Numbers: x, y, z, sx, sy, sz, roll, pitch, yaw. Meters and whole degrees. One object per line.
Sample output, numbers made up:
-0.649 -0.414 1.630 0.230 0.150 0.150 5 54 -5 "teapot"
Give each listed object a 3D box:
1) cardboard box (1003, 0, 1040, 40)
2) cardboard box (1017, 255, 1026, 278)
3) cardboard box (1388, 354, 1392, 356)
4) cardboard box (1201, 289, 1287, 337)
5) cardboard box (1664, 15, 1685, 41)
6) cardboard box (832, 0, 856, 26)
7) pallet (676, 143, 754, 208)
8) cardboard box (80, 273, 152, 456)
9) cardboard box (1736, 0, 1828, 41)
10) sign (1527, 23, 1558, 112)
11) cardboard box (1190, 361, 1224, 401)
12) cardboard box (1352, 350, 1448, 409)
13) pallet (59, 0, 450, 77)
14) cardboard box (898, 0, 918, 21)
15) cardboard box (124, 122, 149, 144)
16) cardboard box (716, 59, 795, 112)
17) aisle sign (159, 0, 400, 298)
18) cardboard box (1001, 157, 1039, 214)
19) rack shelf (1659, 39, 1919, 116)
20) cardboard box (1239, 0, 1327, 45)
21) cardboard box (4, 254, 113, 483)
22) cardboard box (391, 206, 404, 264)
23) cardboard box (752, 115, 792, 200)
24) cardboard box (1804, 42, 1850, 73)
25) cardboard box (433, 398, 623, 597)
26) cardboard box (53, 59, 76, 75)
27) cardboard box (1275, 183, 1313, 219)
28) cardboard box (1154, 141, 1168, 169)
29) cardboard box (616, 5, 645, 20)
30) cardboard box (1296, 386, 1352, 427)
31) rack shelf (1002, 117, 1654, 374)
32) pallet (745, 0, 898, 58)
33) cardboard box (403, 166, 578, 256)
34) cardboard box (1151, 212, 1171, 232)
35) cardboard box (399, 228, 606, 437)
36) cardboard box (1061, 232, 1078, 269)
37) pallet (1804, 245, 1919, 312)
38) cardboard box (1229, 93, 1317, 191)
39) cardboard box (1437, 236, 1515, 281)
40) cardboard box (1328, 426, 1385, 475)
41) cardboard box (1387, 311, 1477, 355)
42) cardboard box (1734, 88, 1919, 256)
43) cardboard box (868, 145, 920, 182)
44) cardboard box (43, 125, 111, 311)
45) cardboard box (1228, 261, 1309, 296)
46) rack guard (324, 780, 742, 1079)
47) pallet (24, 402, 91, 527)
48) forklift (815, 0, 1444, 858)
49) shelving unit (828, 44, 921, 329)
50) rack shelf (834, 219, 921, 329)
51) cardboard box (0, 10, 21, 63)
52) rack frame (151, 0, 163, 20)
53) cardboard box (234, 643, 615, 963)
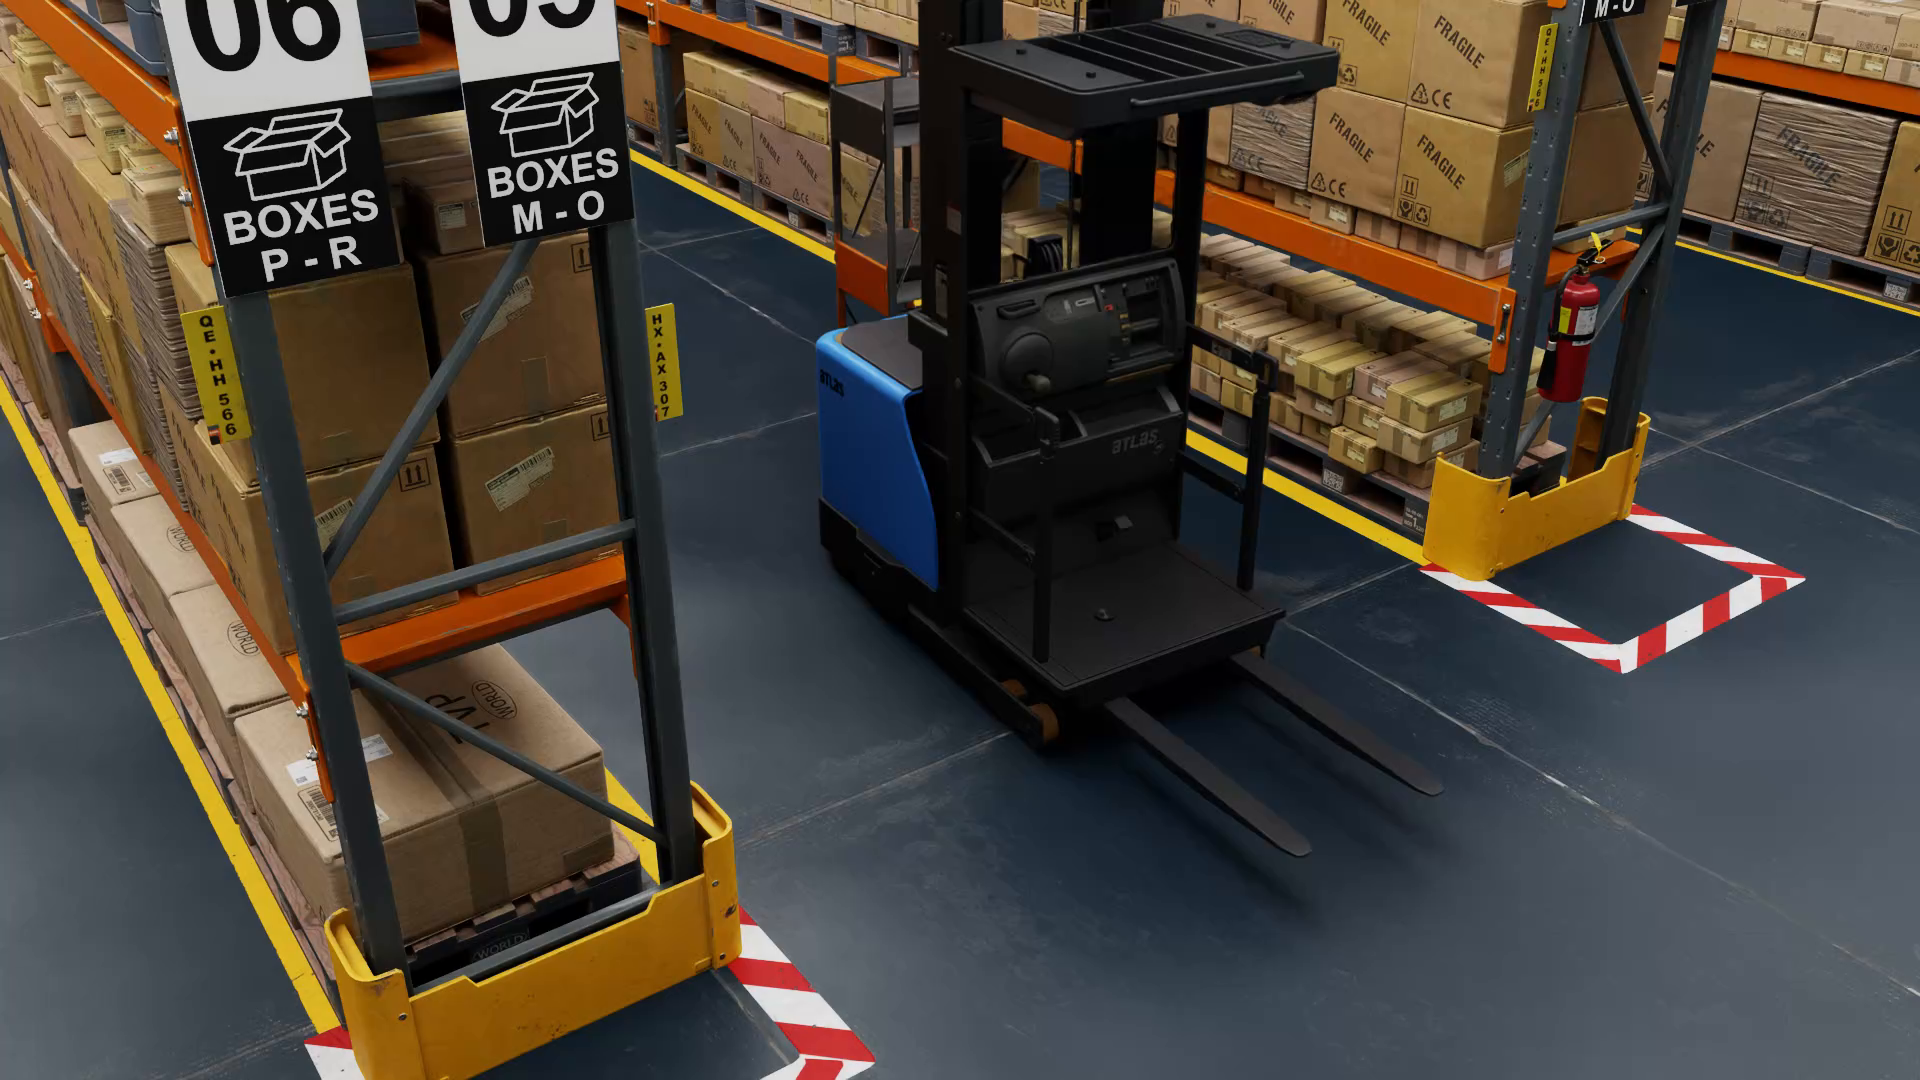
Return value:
0.473 -2.787 9.322 0.500 0.500 0.500 -19 34 -32 "cardboard box"
0.561 -1.634 9.851 0.380 0.149 0.250 -19 34 -30 "cardboard box"
2.290 -0.849 8.406 0.380 0.149 0.250 -18 33 -30 "cardboard box"
1.483 -1.168 8.681 0.380 0.149 0.250 -20 34 -32 "cardboard box"
4.999 -3.485 11.287 0.380 0.149 0.250 -19 34 -31 "cardboard box"
-0.606 -3.450 10.783 0.380 0.149 0.250 -20 35 -33 "cardboard box"
-1.477 -2.900 12.868 1.003 0.211 1.213 -19 34 -31 "pallet"
-2.653 -0.662 5.720 0.500 0.500 0.500 -18 33 -29 "cardboard box"
5.418 -3.429 10.767 0.500 0.250 0.500 -19 34 -31 "cardboard box"
2.248 -1.821 6.416 0.100 0.325 0.005 -19 34 -31 "sign"
1.426 -0.882 8.779 0.380 0.149 0.250 -18 33 -30 "cardboard box"
2.099 -0.762 7.933 0.380 0.149 0.250 -18 33 -30 "cardboard box"
-1.701 -1.474 4.272 1.003 0.211 1.213 -19 34 -31 "pallet"
-0.154 -3.281 10.160 0.380 0.149 0.250 -19 34 -30 "cardboard box"
-2.225 -1.162 4.914 0.380 0.149 0.250 -19 34 -31 "cardboard box"
-1.432 -3.313 12.100 0.500 0.250 0.500 -19 34 -31 "cardboard box"
-1.473 -0.938 3.611 0.394 0.787 0.004 -19 34 -31 "aisle sign"
0.179 -2.321 11.060 0.500 0.500 0.500 -17 33 -29 "cardboard box"
5.650 -3.114 11.095 1.077 0.370 4.000 -19 34 -31 "rack shelf"
1.640 -2.439 7.634 0.500 0.500 0.500 -17 33 -28 "cardboard box"
-4.007 -0.934 8.114 0.875 0.875 0.875 -18 33 -29 "cardboard box"
-1.634 -0.762 4.178 0.380 0.149 0.250 -18 33 -30 "cardboard box"
-1.131 -2.777 11.900 0.500 0.500 0.500 -20 34 -32 "cardboard box"
5.591 -3.087 10.555 0.380 0.149 0.250 -19 34 -30 "cardboard box"
-1.307 -0.220 4.907 0.500 0.500 0.500 -19 34 -31 "cardboard box"
-2.829 -1.556 5.640 0.380 0.149 0.250 -19 34 -31 "cardboard box"
1.725 -1.661 7.929 0.380 0.149 0.250 -20 35 -33 "cardboard box"
1.092 -2.065 8.672 0.380 0.149 0.250 -17 33 -29 "cardboard box"
-2.719 -4.226 14.305 1.050 0.750 0.750 -18 33 -30 "cardboard box"
1.870 -0.709 8.149 0.380 0.149 0.250 -20 35 -33 "cardboard box"
1.551 -1.781 8.640 1.077 0.370 4.000 -19 34 -31 "rack shelf"
-0.747 -3.587 11.412 1.003 0.211 1.213 -19 34 -31 "pallet"
-1.243 -0.893 4.419 0.380 0.149 0.250 -18 33 -30 "cardboard box"
1.140 -1.818 9.878 0.380 0.149 0.250 -19 34 -31 "cardboard box"
-1.309 -0.658 4.667 0.500 0.500 0.500 -20 34 -32 "cardboard box"
0.721 -1.668 9.602 0.380 0.149 0.250 -19 34 -31 "cardboard box"
6.283 -1.717 10.690 1.003 0.211 1.213 -19 34 -31 "pallet"
1.645 -1.993 7.861 0.500 0.500 0.500 -19 34 -30 "cardboard box"
2.292 -1.257 7.185 0.380 0.149 0.250 -19 34 -31 "cardboard box"
2.005 -0.470 8.019 0.380 0.149 0.250 -18 33 -29 "cardboard box"
2.385 -1.017 8.404 0.380 0.149 0.250 -19 34 -31 "cardboard box"
5.846 -2.484 10.968 0.875 0.875 0.875 -19 34 -31 "cardboard box"
-0.247 -2.510 10.621 0.500 0.250 0.500 -20 34 -32 "cardboard box"
-2.637 -1.099 5.478 0.500 0.500 0.500 -19 34 -31 "cardboard box"
1.681 -1.388 9.086 0.380 0.149 0.250 -19 34 -31 "cardboard box"
-1.248 1.198 5.020 1.175 0.500 0.348 -19 34 -31 "rack guard"
-4.091 -0.518 8.483 1.003 0.211 1.213 -19 34 -31 "pallet"
0.574 -0.760 6.077 1.130 2.935 3.031 -17 33 -28 "forklift"
-0.273 -1.144 7.655 0.431 2.100 0.503 -17 33 -28 "shelving unit"
-0.273 -1.132 7.662 0.431 0.518 0.480 -17 33 -28 "rack shelf"
-3.449 -1.943 6.353 0.380 0.149 0.250 -18 33 -30 "cardboard box"
-1.262 -2.546 3.009 1.000 3.000 0.127 -19 34 -31 "rack frame"
-1.726 0.803 5.373 0.875 0.438 0.875 -20 34 -32 "cardboard box"
